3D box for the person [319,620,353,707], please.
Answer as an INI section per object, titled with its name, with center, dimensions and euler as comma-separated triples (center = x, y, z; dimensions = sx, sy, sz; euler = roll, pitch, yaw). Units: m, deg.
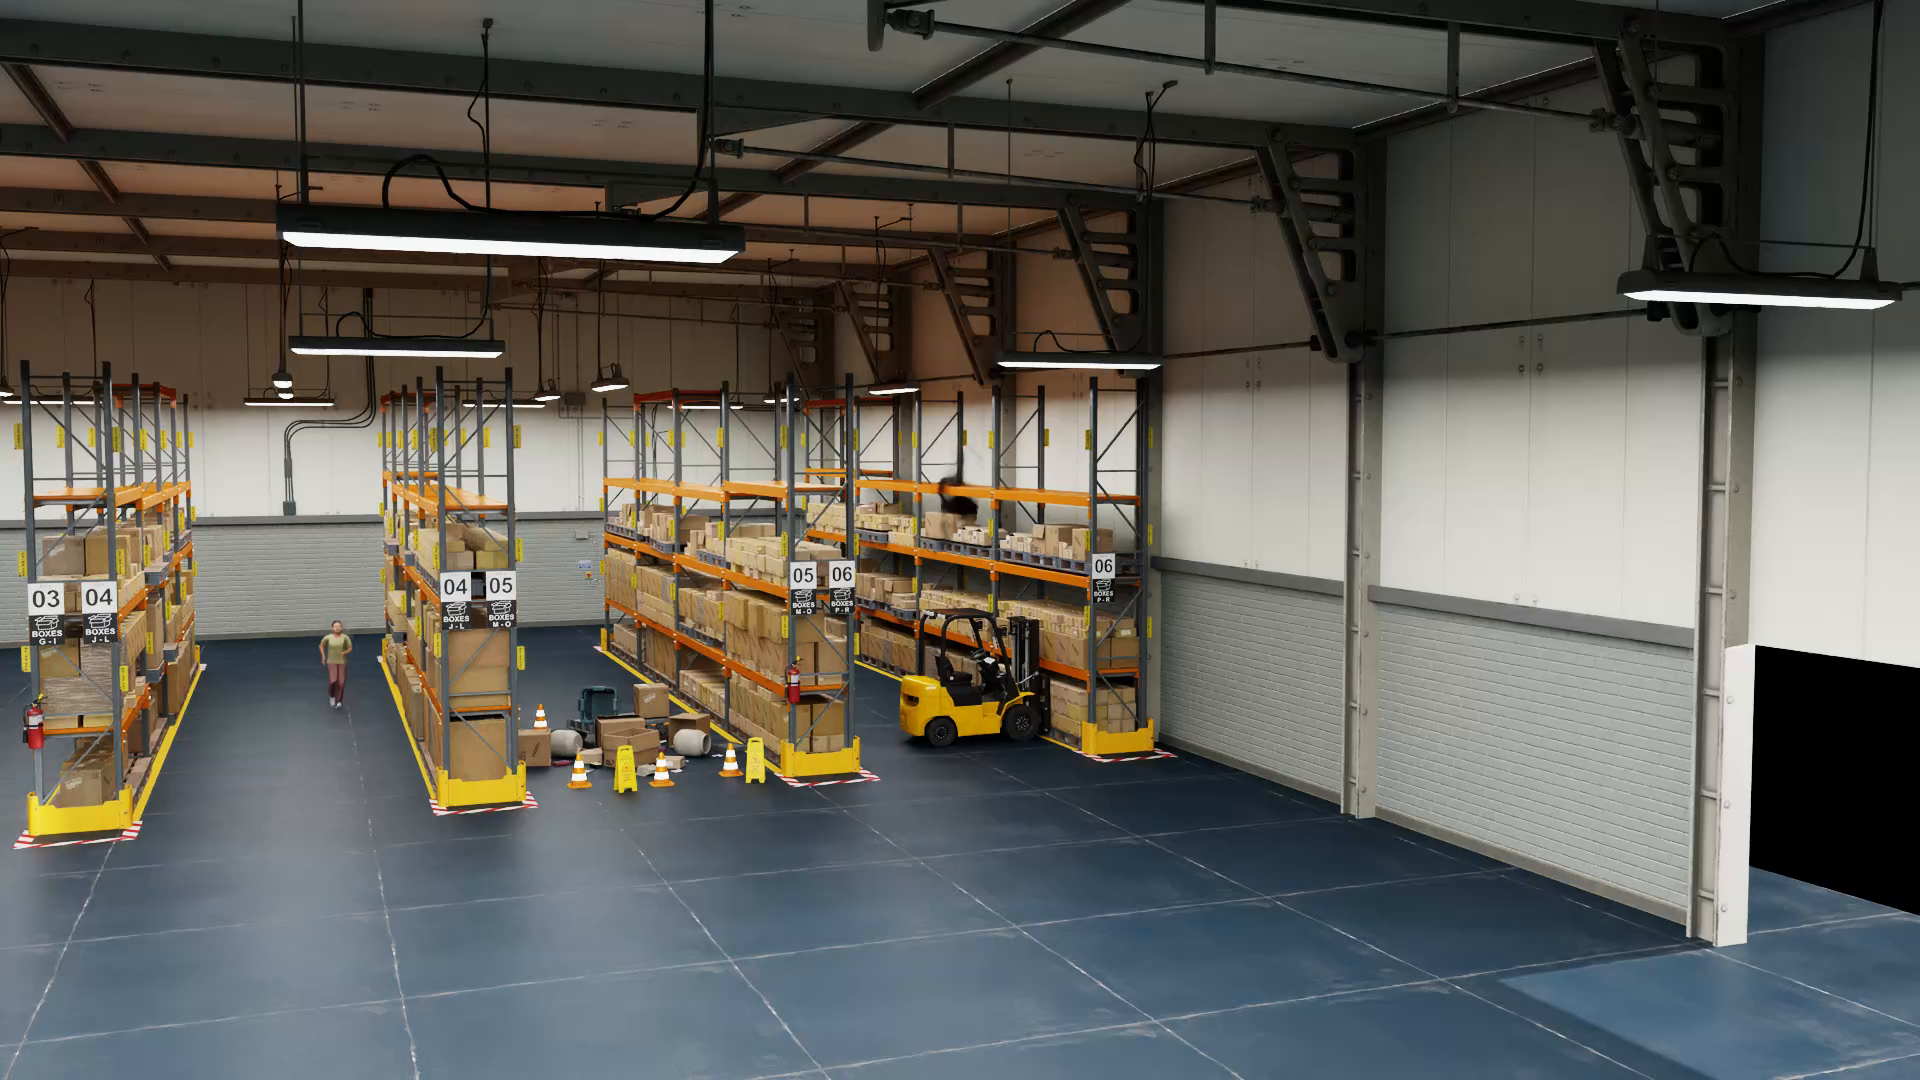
[person]
center = -11.584, 2.309, 30.927
dimensions = 0.559, 1.630, 0.593
euler = -2, 4, -27
